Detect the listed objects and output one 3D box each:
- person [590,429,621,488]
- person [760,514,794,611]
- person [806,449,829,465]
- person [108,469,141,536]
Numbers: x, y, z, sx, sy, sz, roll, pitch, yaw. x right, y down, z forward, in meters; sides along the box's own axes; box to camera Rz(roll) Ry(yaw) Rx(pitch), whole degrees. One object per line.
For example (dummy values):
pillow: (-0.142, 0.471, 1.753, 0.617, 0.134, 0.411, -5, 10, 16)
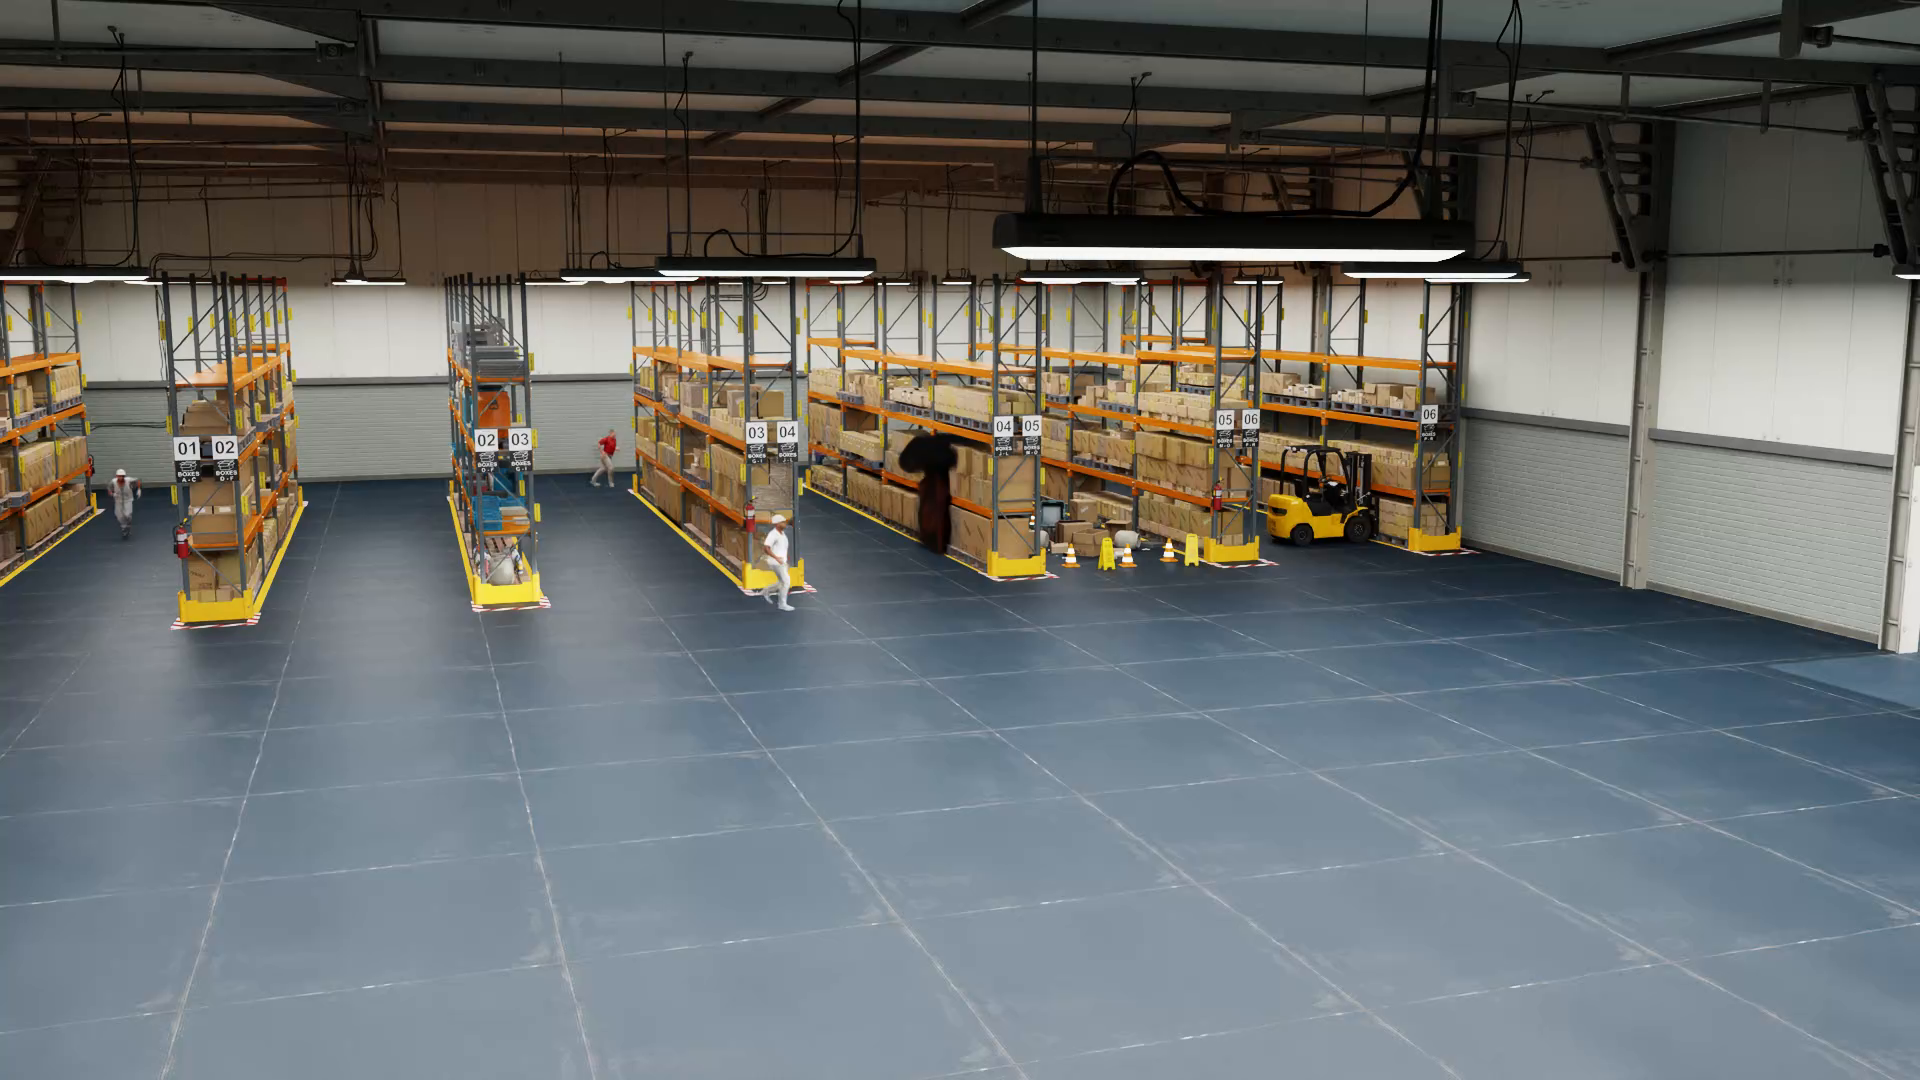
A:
person: (-10.264, -2.375, 48.217, 0.948, 1.676, 0.635, 2, 9, 11)
person: (-3.307, 0.406, 29.711, 0.663, 1.740, 0.737, 2, 9, 11)
person: (-4.220, -2.502, 49.580, 0.863, 1.514, 0.556, -8, 12, -44)
person: (-19.246, -0.855, 38.350, 0.680, 1.619, 0.886, -3, 9, -22)
